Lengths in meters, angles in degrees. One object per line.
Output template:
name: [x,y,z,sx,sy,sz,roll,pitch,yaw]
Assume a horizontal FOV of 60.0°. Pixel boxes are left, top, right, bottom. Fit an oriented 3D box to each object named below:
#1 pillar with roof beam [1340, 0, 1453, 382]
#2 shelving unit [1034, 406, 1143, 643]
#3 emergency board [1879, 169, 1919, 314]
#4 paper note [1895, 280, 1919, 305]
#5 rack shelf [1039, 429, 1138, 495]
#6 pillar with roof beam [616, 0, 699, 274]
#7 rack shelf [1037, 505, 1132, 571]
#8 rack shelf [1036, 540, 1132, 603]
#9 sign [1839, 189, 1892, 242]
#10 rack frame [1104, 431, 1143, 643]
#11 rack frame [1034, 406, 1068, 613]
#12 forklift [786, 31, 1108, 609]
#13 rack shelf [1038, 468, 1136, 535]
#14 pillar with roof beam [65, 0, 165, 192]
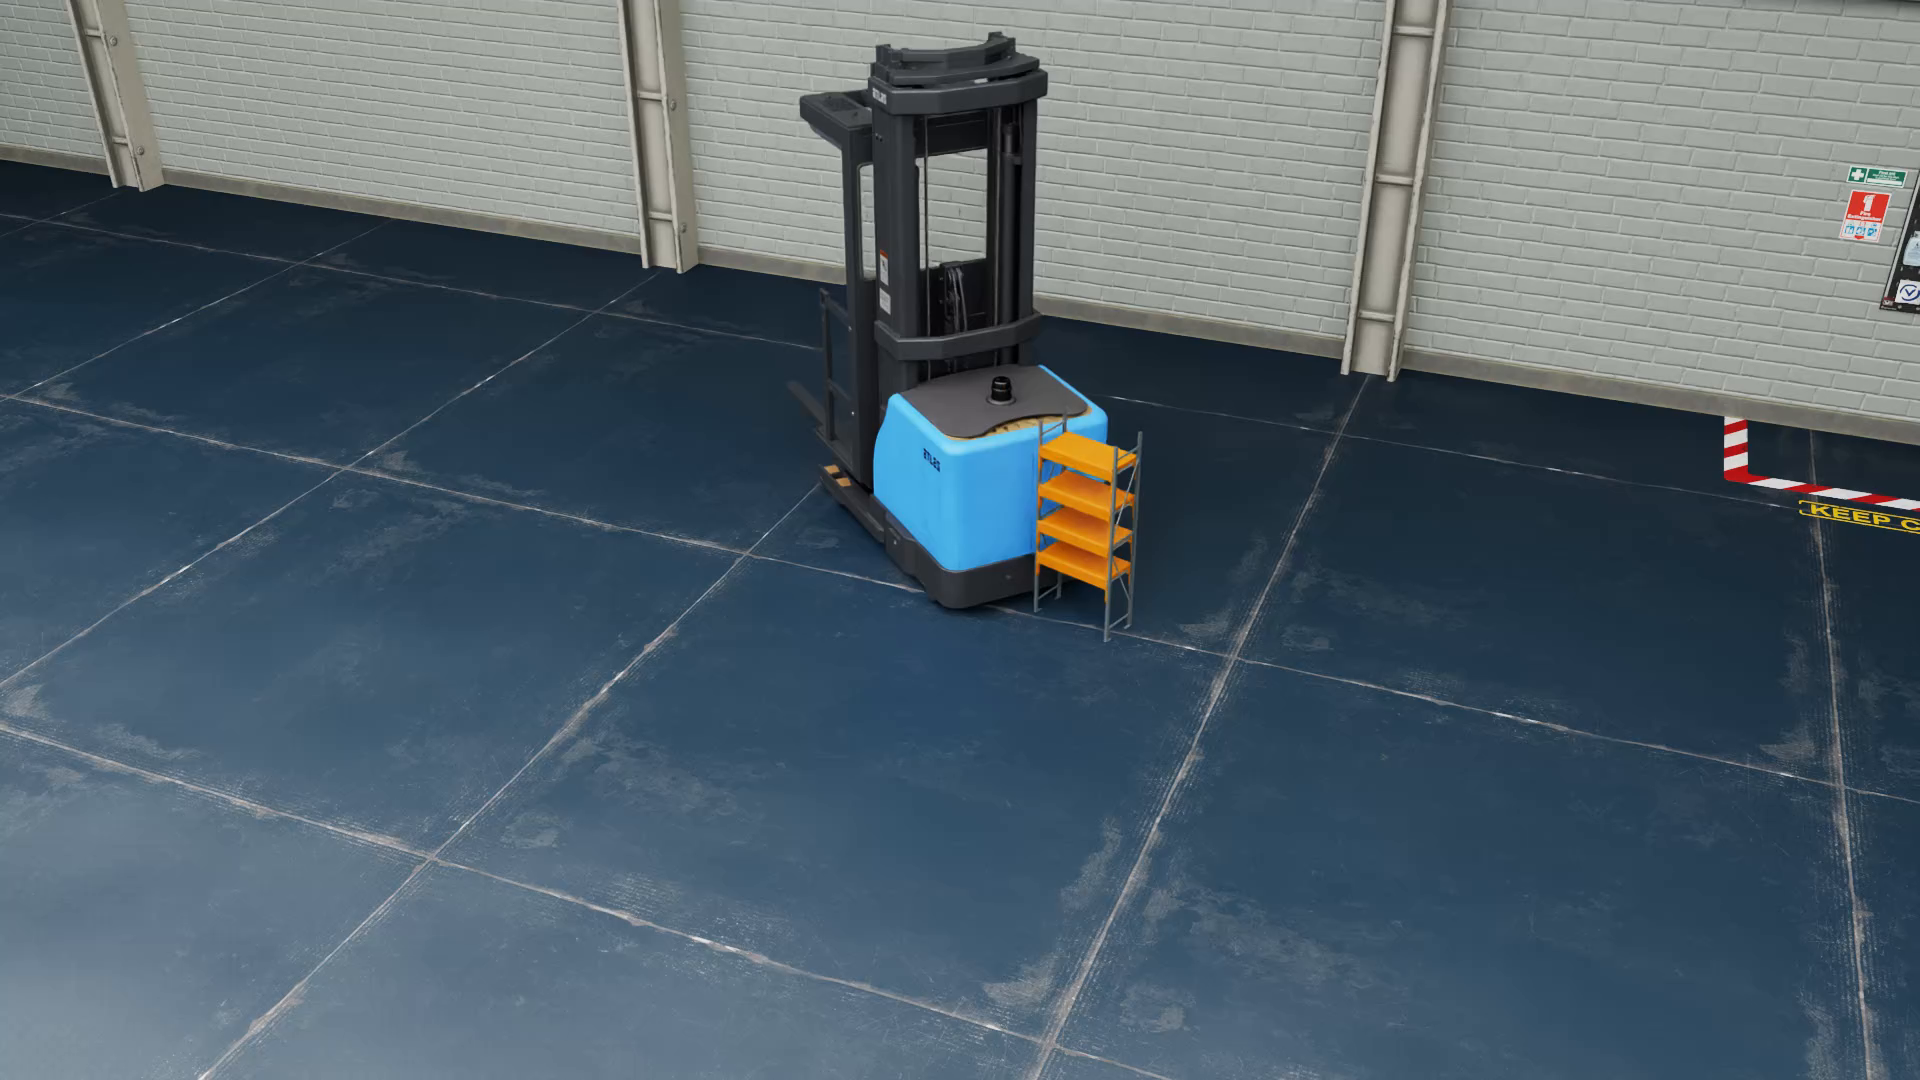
pillar with roof beam: [1.447,-3.223,6.718,0.400,9.000,9.100,11,31,19]
shelving unit: [0.688,-0.077,9.078,0.503,1.200,0.258,22,36,34]
emergency board: [6.349,-1.949,10.561,0.626,1.169,0.157,11,31,19]
paper note: [6.212,-1.620,10.874,0.142,0.148,0.016,11,31,19]
rack shelf: [0.688,-0.419,8.885,0.480,0.148,0.258,22,36,34]
pillar with roof beam: [-4.113,-4.333,8.682,0.400,9.000,9.100,11,31,19]
rack shelf: [0.688,-0.018,9.111,0.480,0.148,0.258,22,36,34]
rack shelf: [0.688,0.154,9.209,0.480,0.148,0.258,22,36,34]
sign: [5.876,-2.104,10.799,0.234,0.329,0.001,11,31,19]
rack frame: [0.876,0.000,8.942,0.015,1.200,0.240,22,36,34]
rack frame: [0.500,-0.154,9.214,0.015,1.200,0.240,22,36,34]
forklift: [-0.258,-1.592,9.999,1.130,2.935,3.031,-13,32,-22]
rack shelf: [0.688,-0.213,9.001,0.480,0.148,0.258,22,36,34]
pillar with roof beam: [-9.672,-5.443,10.646,0.400,9.000,9.100,11,31,19]
